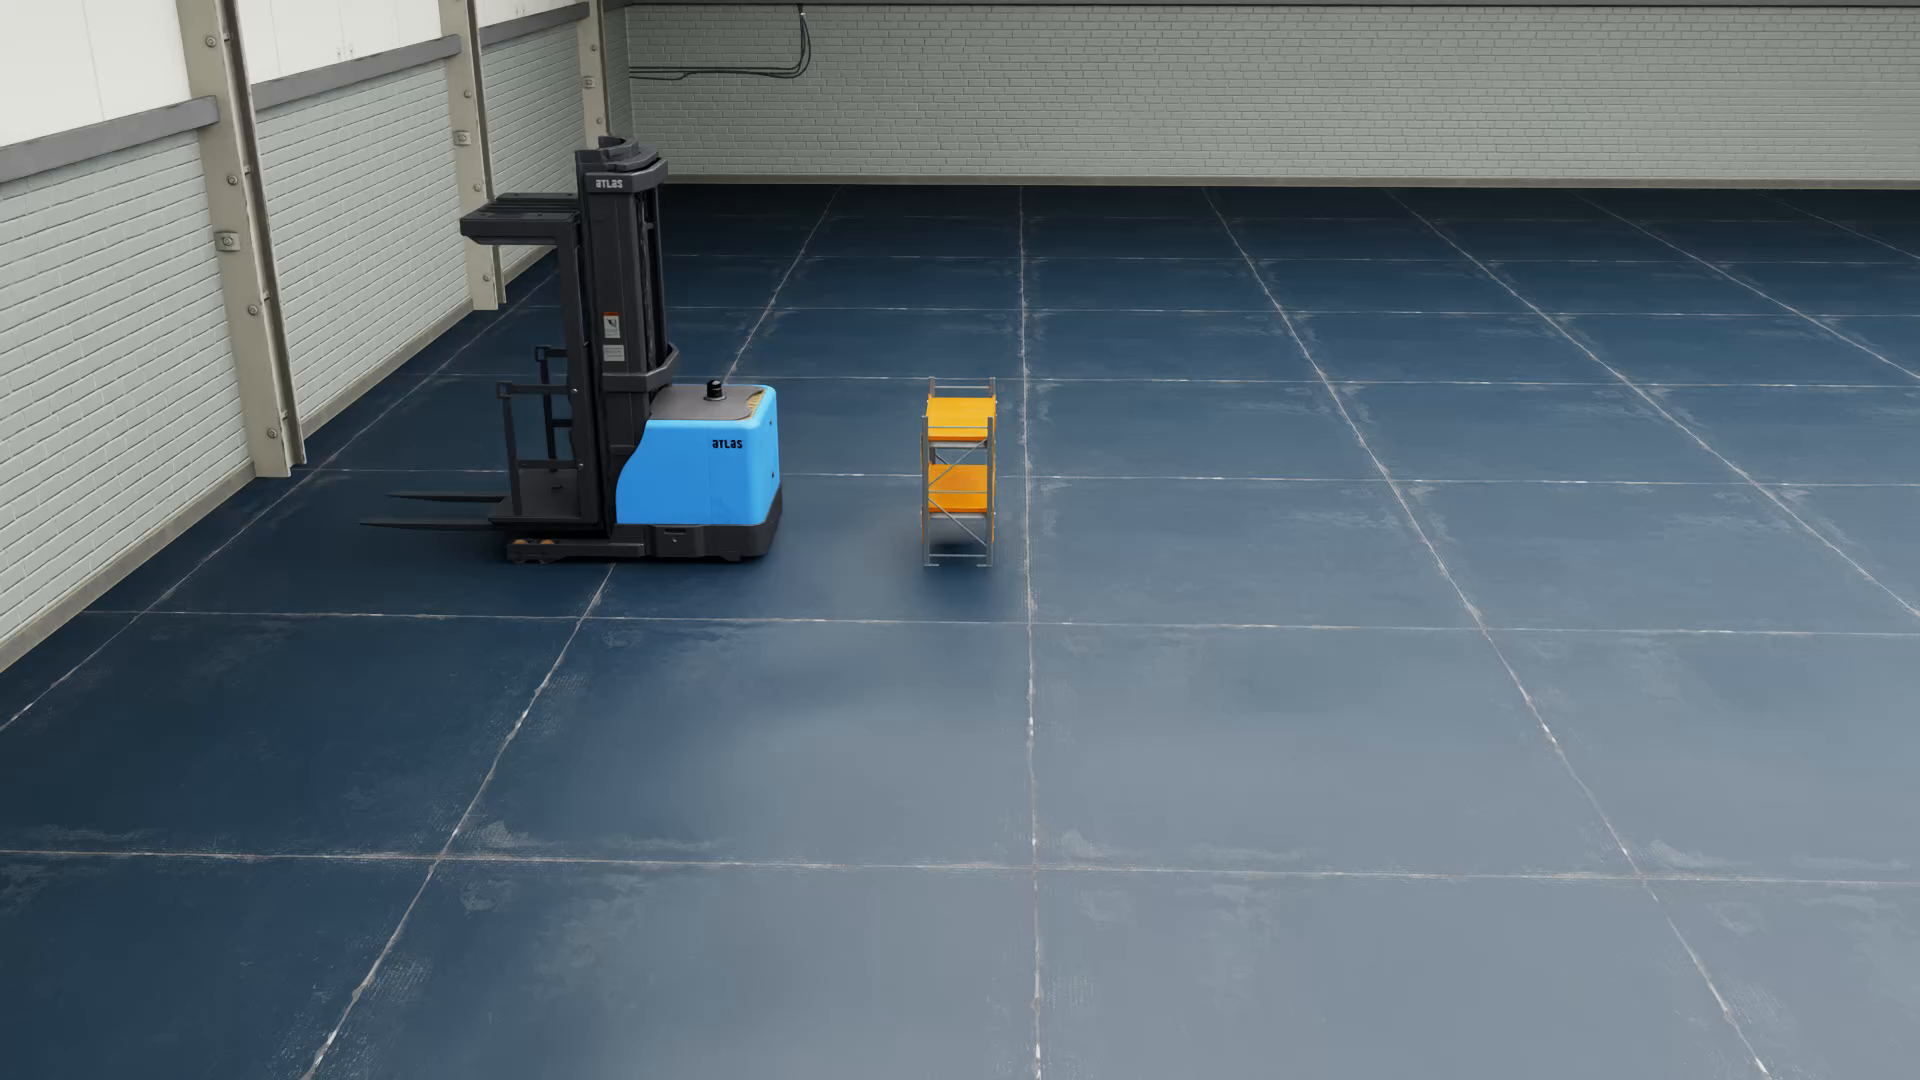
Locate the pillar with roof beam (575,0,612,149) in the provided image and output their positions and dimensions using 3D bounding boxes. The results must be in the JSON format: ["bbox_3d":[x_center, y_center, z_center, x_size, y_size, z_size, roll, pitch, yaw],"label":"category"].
[{"bbox_3d":[-1.089,-9.086,23.505,9.100,9.000,0.400,1,21,2],"label":"pillar with roof beam"}]

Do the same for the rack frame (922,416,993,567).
[{"bbox_3d":[-0.016,-0.338,11.845,0.500,1.125,0.032,1,21,2],"label":"rack frame"}]

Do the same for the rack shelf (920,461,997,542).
[{"bbox_3d":[0.000,-0.294,12.408,0.538,0.278,1.000,1,21,2],"label":"rack shelf"}]

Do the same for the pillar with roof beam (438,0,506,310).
[{"bbox_3d":[-1.271,-6.916,17.914,9.100,9.000,0.400,1,21,2],"label":"pillar with roof beam"}]

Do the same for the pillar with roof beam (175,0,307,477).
[{"bbox_3d":[-1.454,-4.747,12.323,9.100,9.000,0.400,1,21,2],"label":"pillar with roof beam"}]

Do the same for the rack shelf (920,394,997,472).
[{"bbox_3d":[0.000,-0.795,12.213,0.538,0.278,1.000,1,21,2],"label":"rack shelf"}]

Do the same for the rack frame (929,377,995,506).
[{"bbox_3d":[0.015,-0.706,12.793,0.500,1.125,0.032,1,21,2],"label":"rack frame"}]

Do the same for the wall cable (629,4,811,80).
[{"bbox_3d":[-3.980,-8.736,26.896,3.097,2.526,0.112,1,21,2],"label":"wall cable"}]

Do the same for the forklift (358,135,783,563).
[{"bbox_3d":[-2.905,-1.386,12.050,3.031,2.935,1.130,1,21,2],"label":"forklift"}]

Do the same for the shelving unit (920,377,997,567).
[{"bbox_3d":[0.000,-0.522,12.319,0.538,1.125,1.048,1,21,2],"label":"shelving unit"}]
